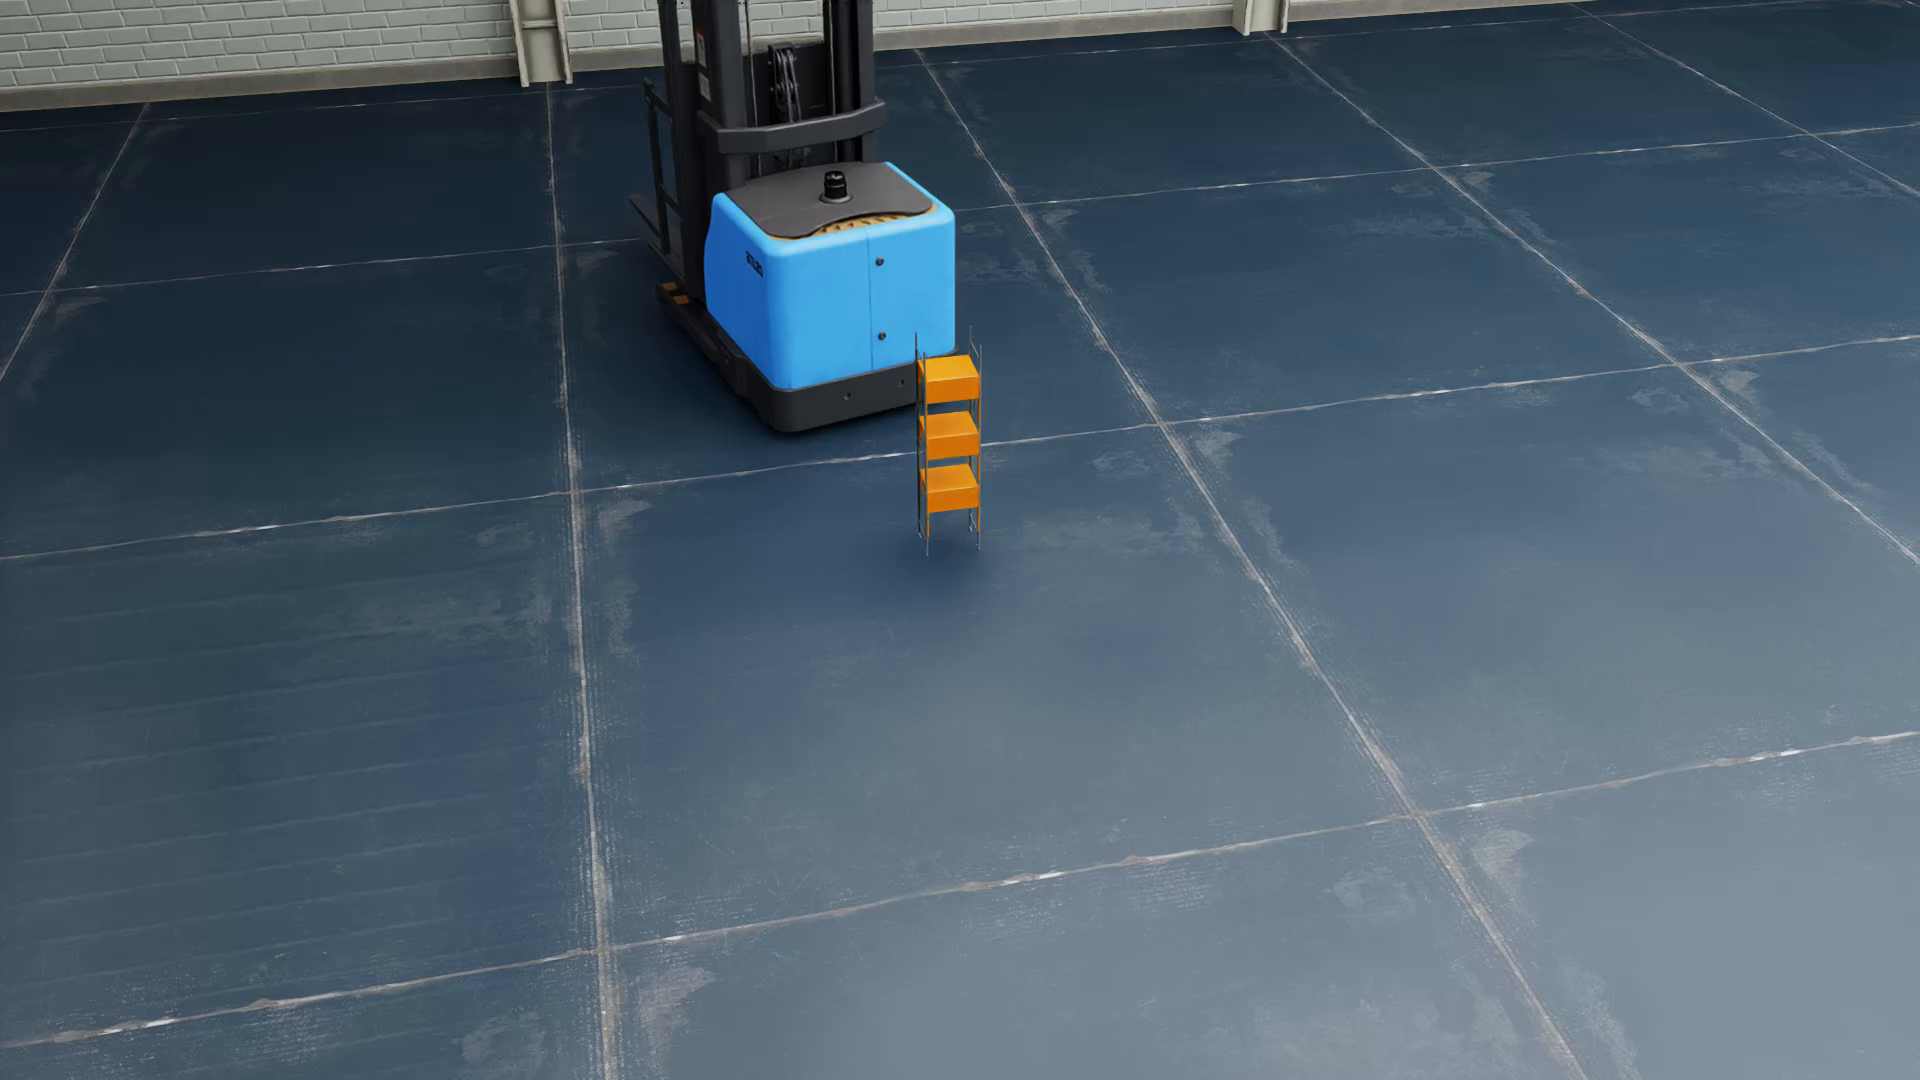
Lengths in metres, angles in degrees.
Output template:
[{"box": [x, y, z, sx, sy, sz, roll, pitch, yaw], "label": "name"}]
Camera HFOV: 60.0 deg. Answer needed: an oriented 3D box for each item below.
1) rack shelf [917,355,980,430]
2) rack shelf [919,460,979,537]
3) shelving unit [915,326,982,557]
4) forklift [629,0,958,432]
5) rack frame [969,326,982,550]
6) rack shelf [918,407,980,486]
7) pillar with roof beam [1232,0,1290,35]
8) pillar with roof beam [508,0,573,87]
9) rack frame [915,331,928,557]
[{"box": [-0.052, -0.656, 7.295, 0.240, 0.259, 0.215, -7, 35, -11], "label": "rack shelf"}, {"box": [-0.052, -0.190, 7.608, 0.240, 0.259, 0.215, -7, 35, -11], "label": "rack shelf"}, {"box": [-0.052, -0.429, 7.448, 0.252, 1.050, 0.215, -7, 35, -11], "label": "shelving unit"}, {"box": [-1.128, -2.567, 8.945, 1.130, 2.935, 3.031, -16, 37, -22], "label": "forklift"}, {"box": [0.067, -0.444, 7.470, 0.008, 1.050, 0.200, -7, 35, -11], "label": "rack frame"}, {"box": [-0.052, -0.421, 7.454, 0.240, 0.259, 0.215, -7, 35, -11], "label": "rack shelf"}, {"box": [3.520, -5.799, 8.315, 0.400, 9.000, 9.100, -7, 35, -11], "label": "pillar with roof beam"}, {"box": [-2.332, -5.061, 7.216, 0.400, 9.000, 9.100, -7, 35, -11], "label": "pillar with roof beam"}, {"box": [-0.171, -0.414, 7.425, 0.008, 1.050, 0.200, -7, 35, -11], "label": "rack frame"}]
